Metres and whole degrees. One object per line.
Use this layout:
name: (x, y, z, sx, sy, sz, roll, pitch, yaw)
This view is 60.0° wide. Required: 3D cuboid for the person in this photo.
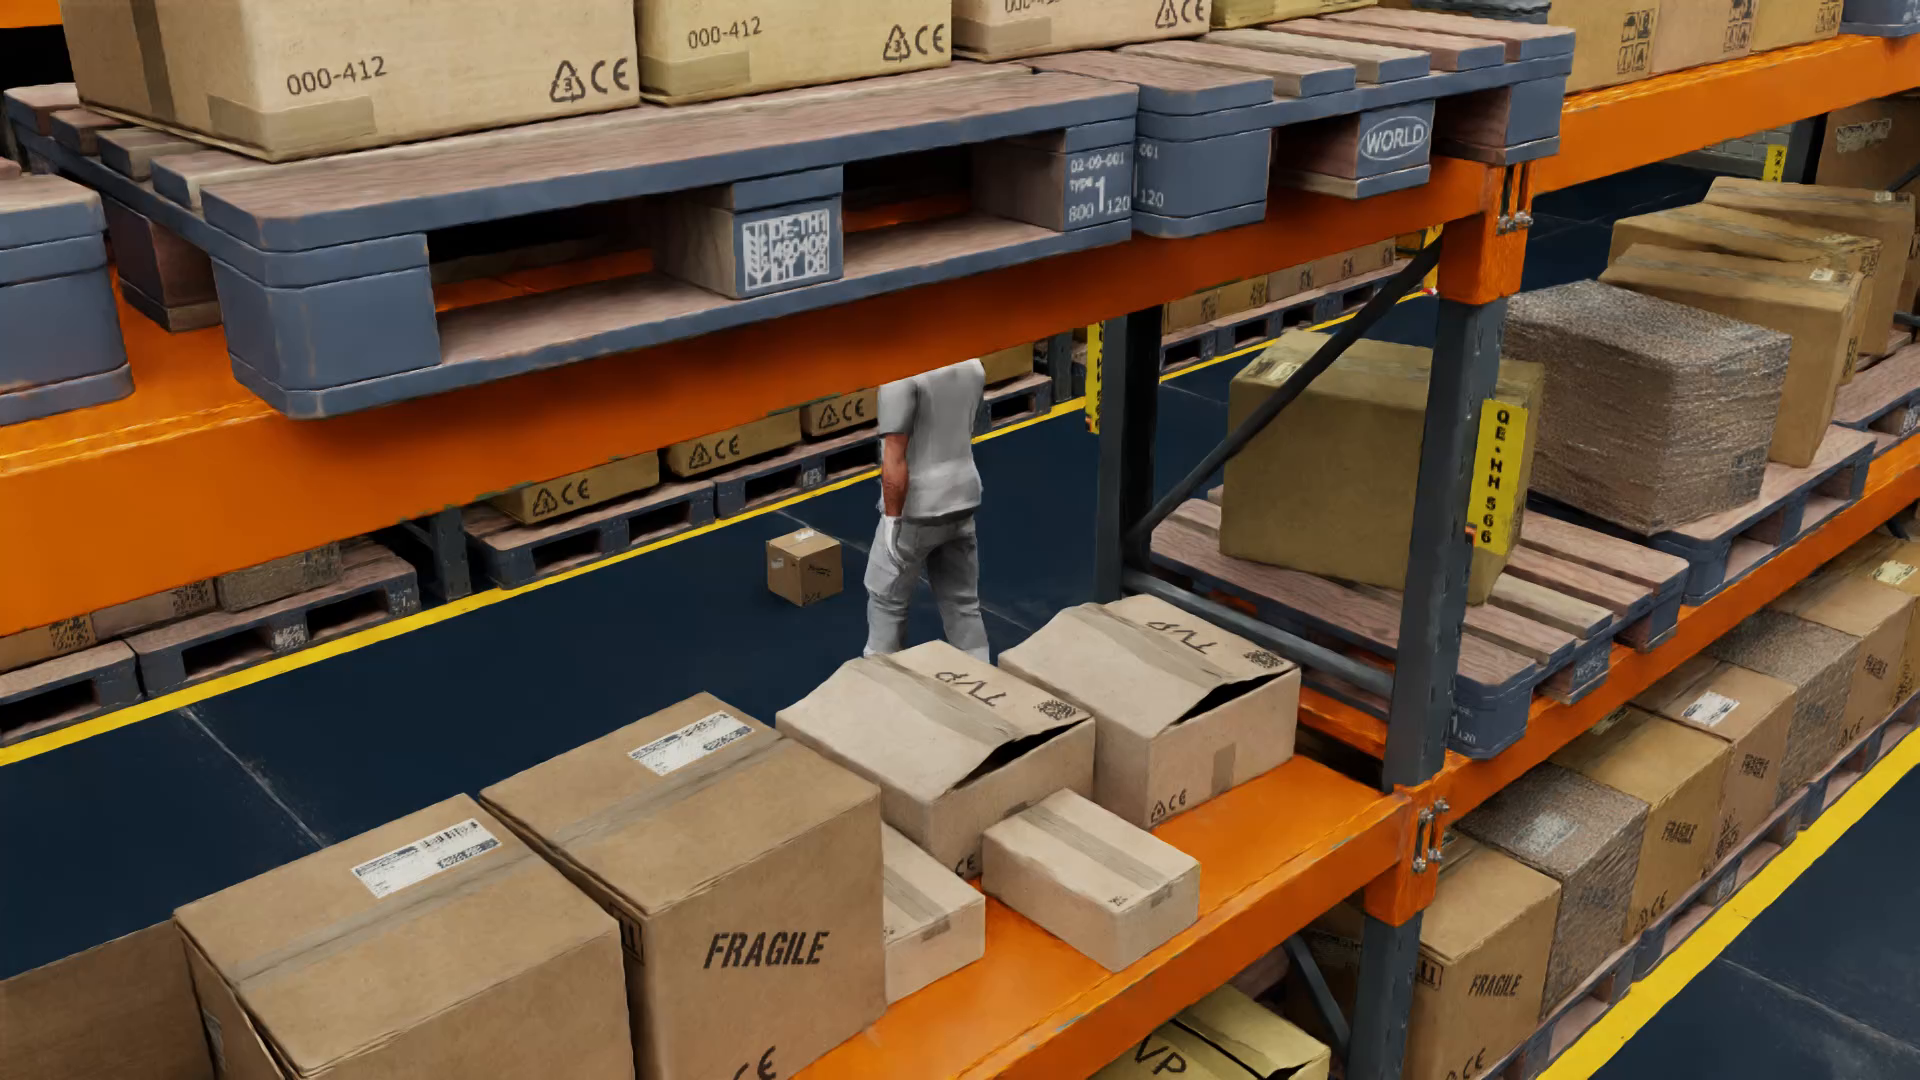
person: (-0.147, -0.088, 6.271, 0.664, 1.772, 0.568, -21, 31, -38)
